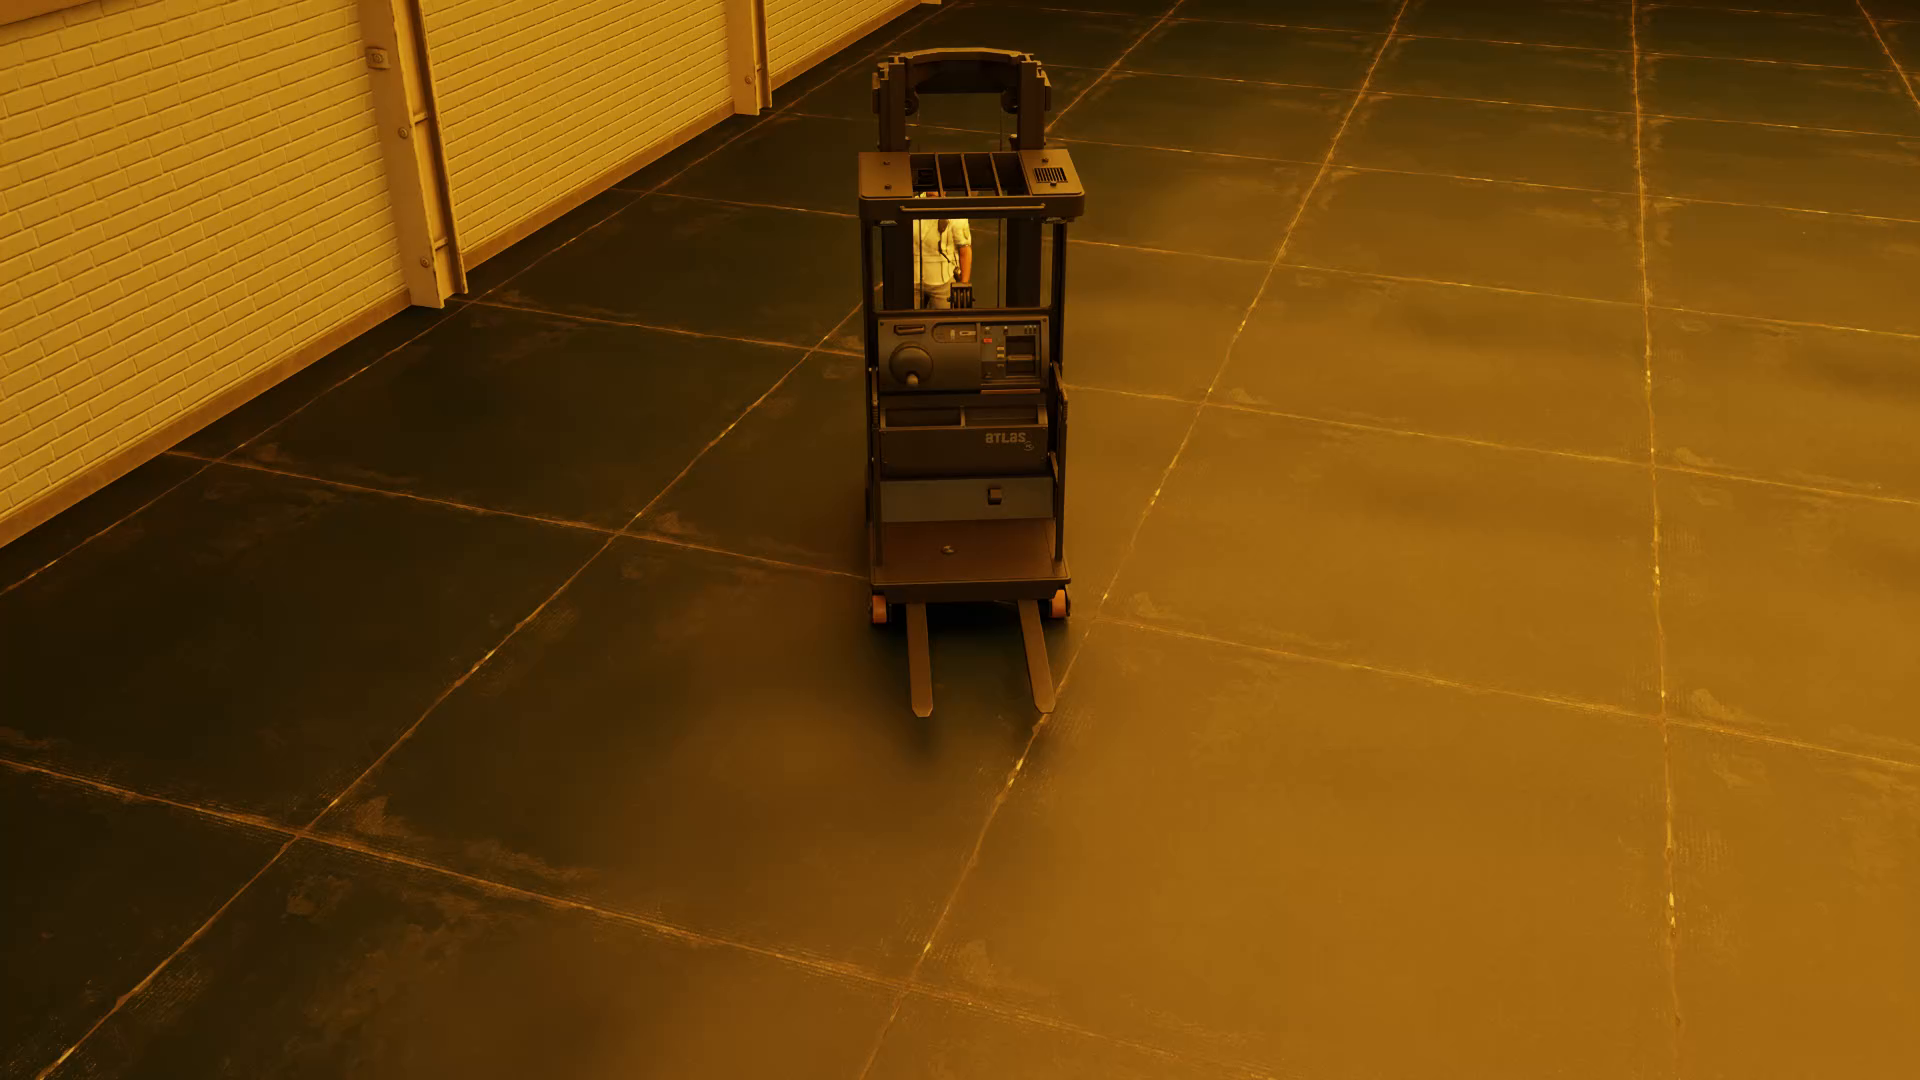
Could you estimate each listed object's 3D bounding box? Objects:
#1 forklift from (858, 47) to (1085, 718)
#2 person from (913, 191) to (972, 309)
[{"bbox_3d":[0.035,-0.972,8.842,1.130,2.935,3.031,-2,30,-3],"label":"forklift"},{"bbox_3d":[-0.246,-1.744,11.456,0.599,1.670,0.528,11,31,18],"label":"person"}]
